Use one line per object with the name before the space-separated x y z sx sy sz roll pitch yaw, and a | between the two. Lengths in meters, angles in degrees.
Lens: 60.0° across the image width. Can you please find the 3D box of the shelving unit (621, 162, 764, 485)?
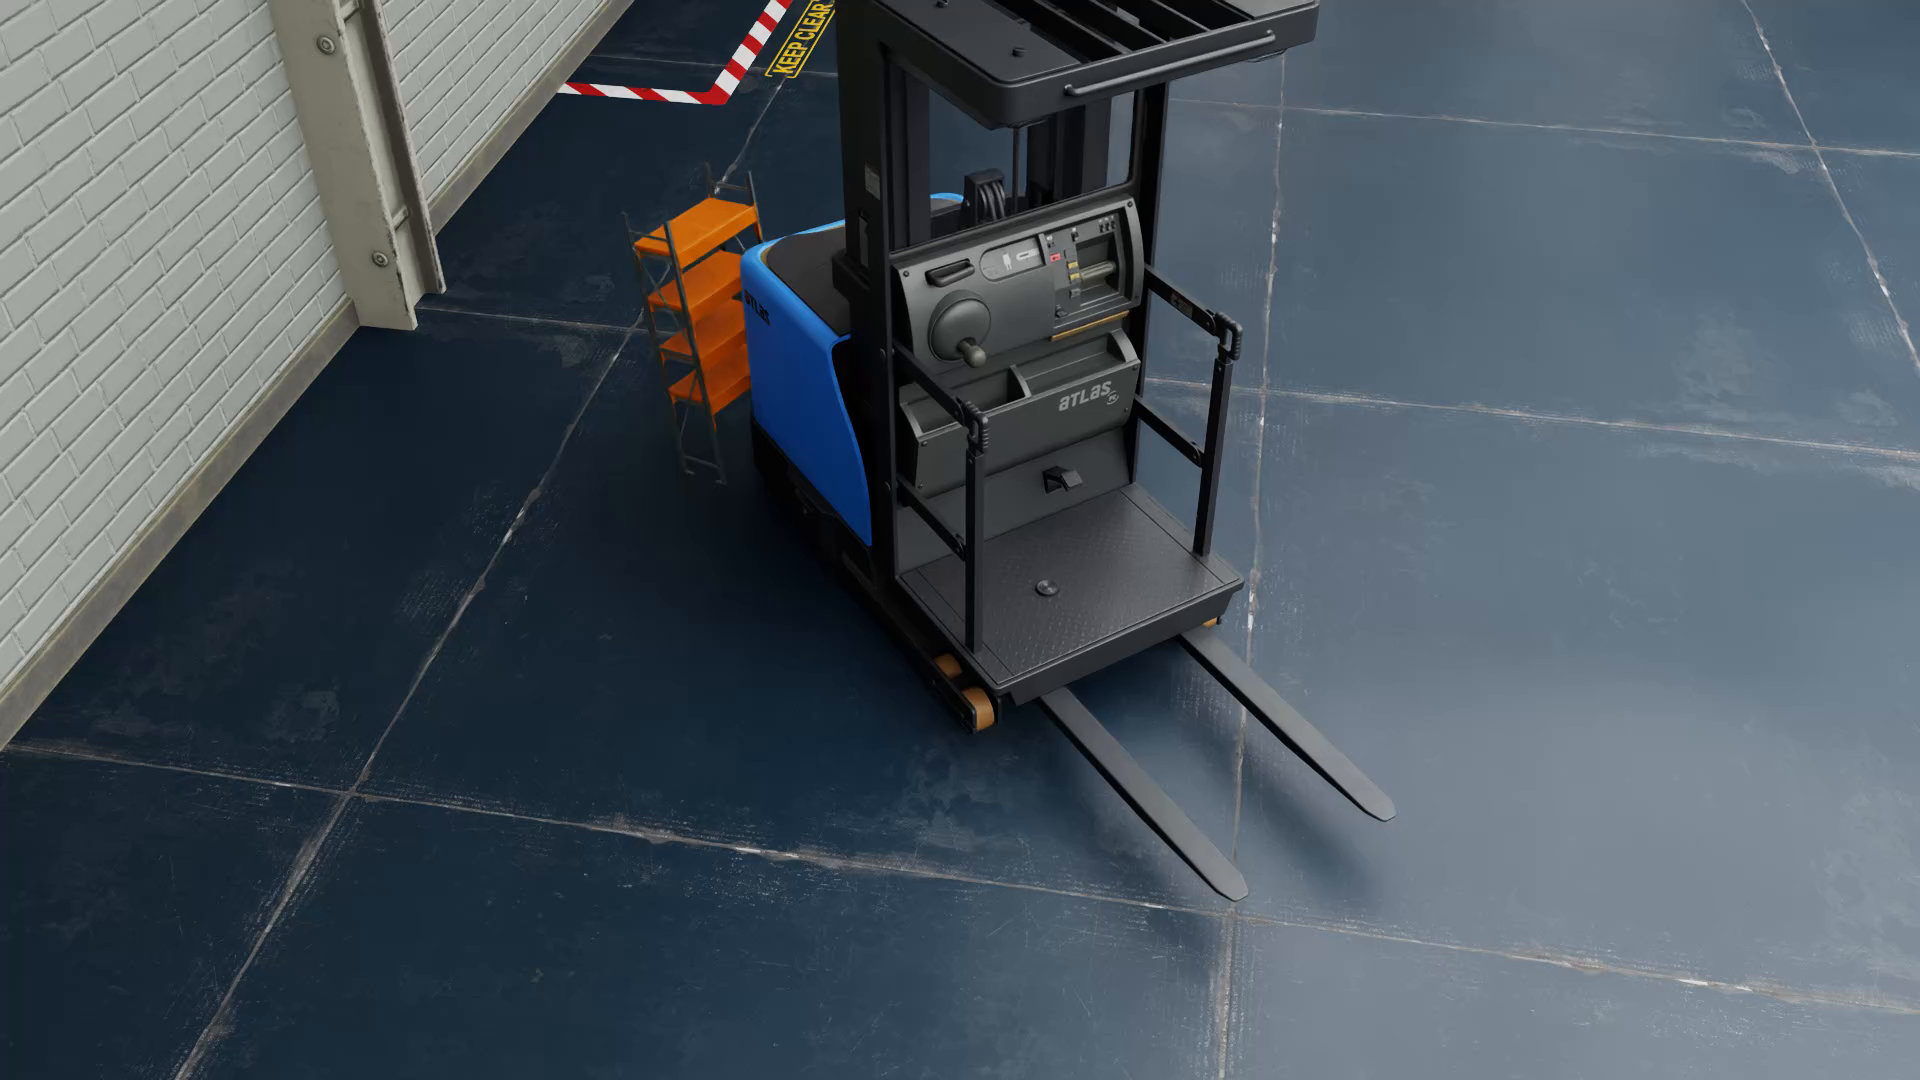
shelving unit | -1.007 -0.878 6.849 0.258 1.200 0.503 17 42 30

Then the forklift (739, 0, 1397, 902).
forklift | 0.329 -0.788 5.403 1.130 2.935 3.031 -21 44 -24

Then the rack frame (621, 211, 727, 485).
rack frame | -1.142 -0.748 6.692 0.240 1.200 0.015 17 42 30

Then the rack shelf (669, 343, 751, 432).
rack shelf | -0.980 -0.663 7.003 0.258 0.148 0.480 17 42 30

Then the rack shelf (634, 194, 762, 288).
rack shelf | -1.048 -1.195 6.622 0.258 0.148 0.480 17 42 30

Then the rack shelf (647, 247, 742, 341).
rack shelf | -1.023 -1.004 6.759 0.258 0.148 0.480 17 42 30

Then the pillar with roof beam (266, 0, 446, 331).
pillar with roof beam | 1.504 -4.138 4.693 9.100 9.000 0.400 6 40 8

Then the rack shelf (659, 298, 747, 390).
rack shelf | -1.001 -0.823 6.888 0.258 0.148 0.480 17 42 30

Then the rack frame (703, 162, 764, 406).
rack frame | -0.873 -1.007 7.006 0.240 1.200 0.015 17 42 30
